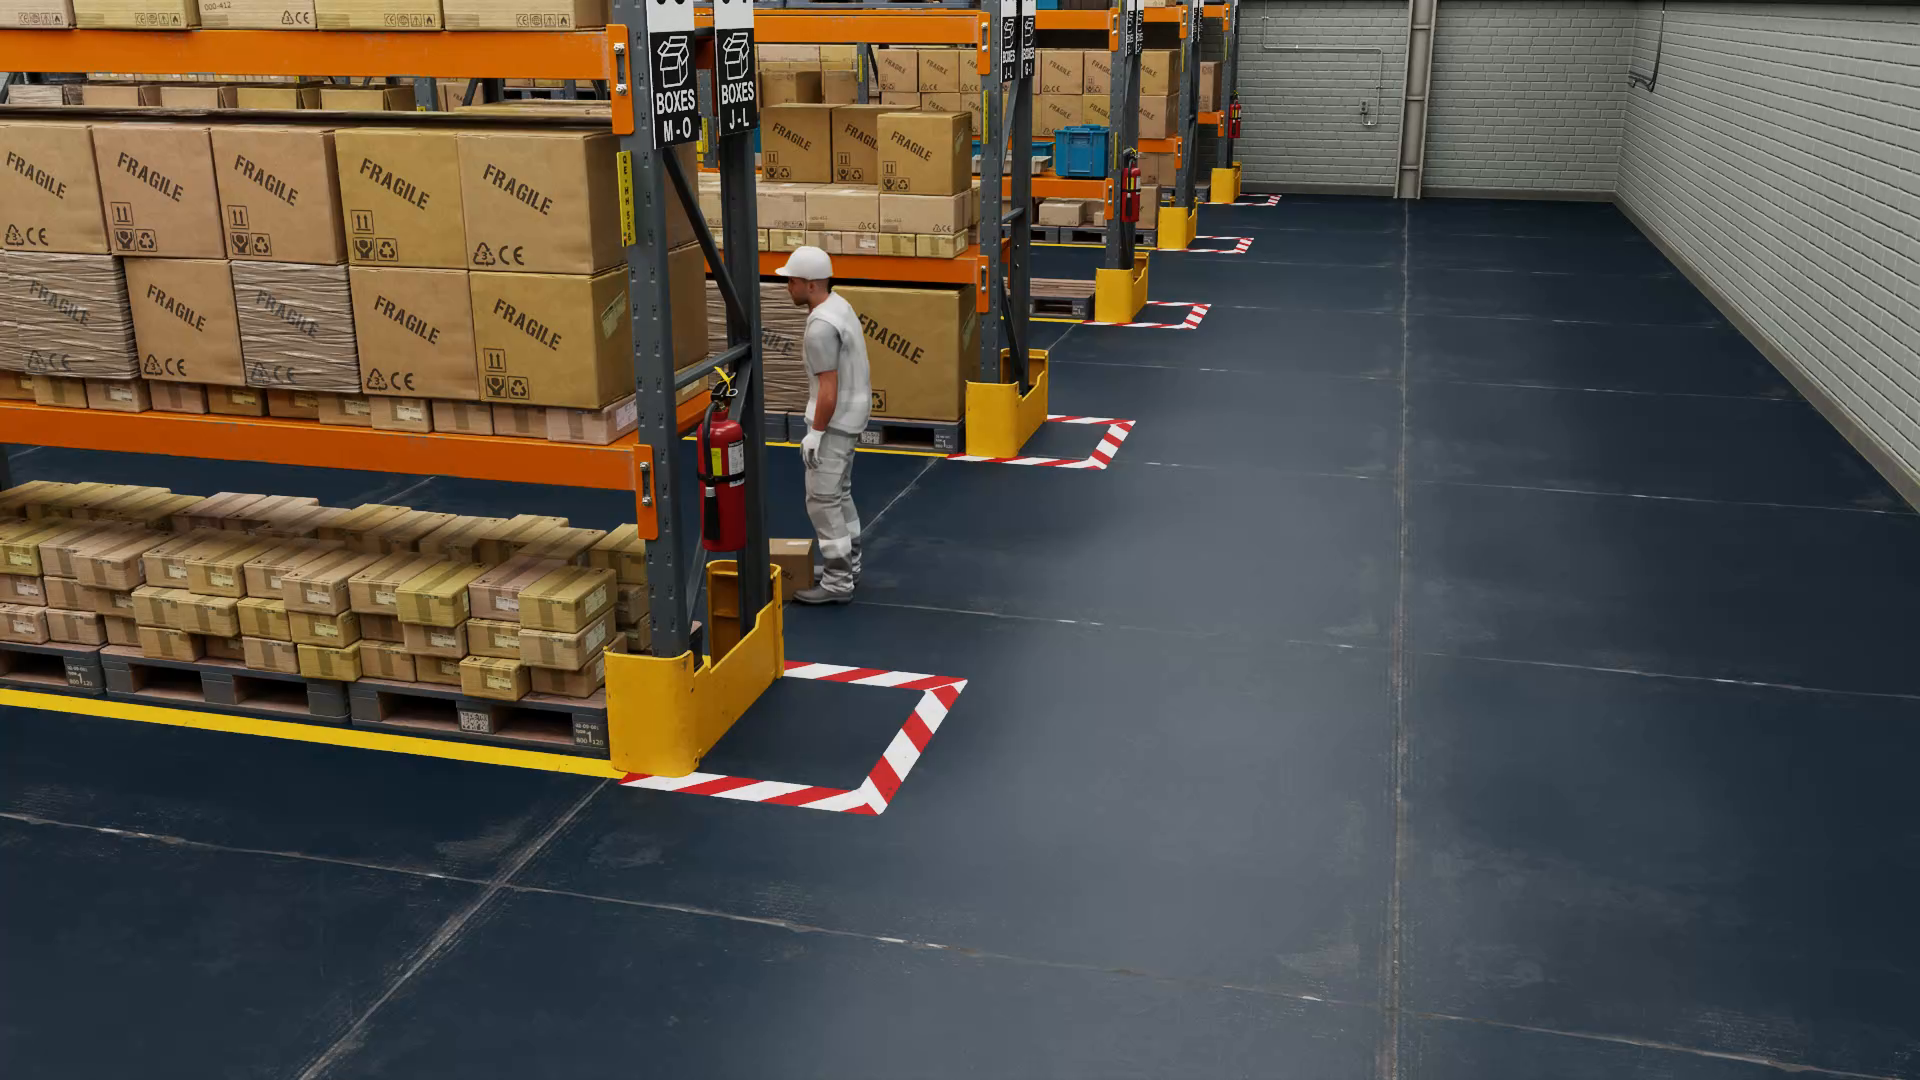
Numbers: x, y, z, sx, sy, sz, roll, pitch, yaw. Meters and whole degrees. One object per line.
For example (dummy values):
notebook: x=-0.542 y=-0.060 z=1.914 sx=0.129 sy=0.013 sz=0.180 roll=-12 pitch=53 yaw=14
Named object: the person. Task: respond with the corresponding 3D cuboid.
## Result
person: x=-0.665 y=-0.568 z=8.271 sx=0.453 sy=1.779 sz=0.621 roll=2 pitch=18 yaw=6
